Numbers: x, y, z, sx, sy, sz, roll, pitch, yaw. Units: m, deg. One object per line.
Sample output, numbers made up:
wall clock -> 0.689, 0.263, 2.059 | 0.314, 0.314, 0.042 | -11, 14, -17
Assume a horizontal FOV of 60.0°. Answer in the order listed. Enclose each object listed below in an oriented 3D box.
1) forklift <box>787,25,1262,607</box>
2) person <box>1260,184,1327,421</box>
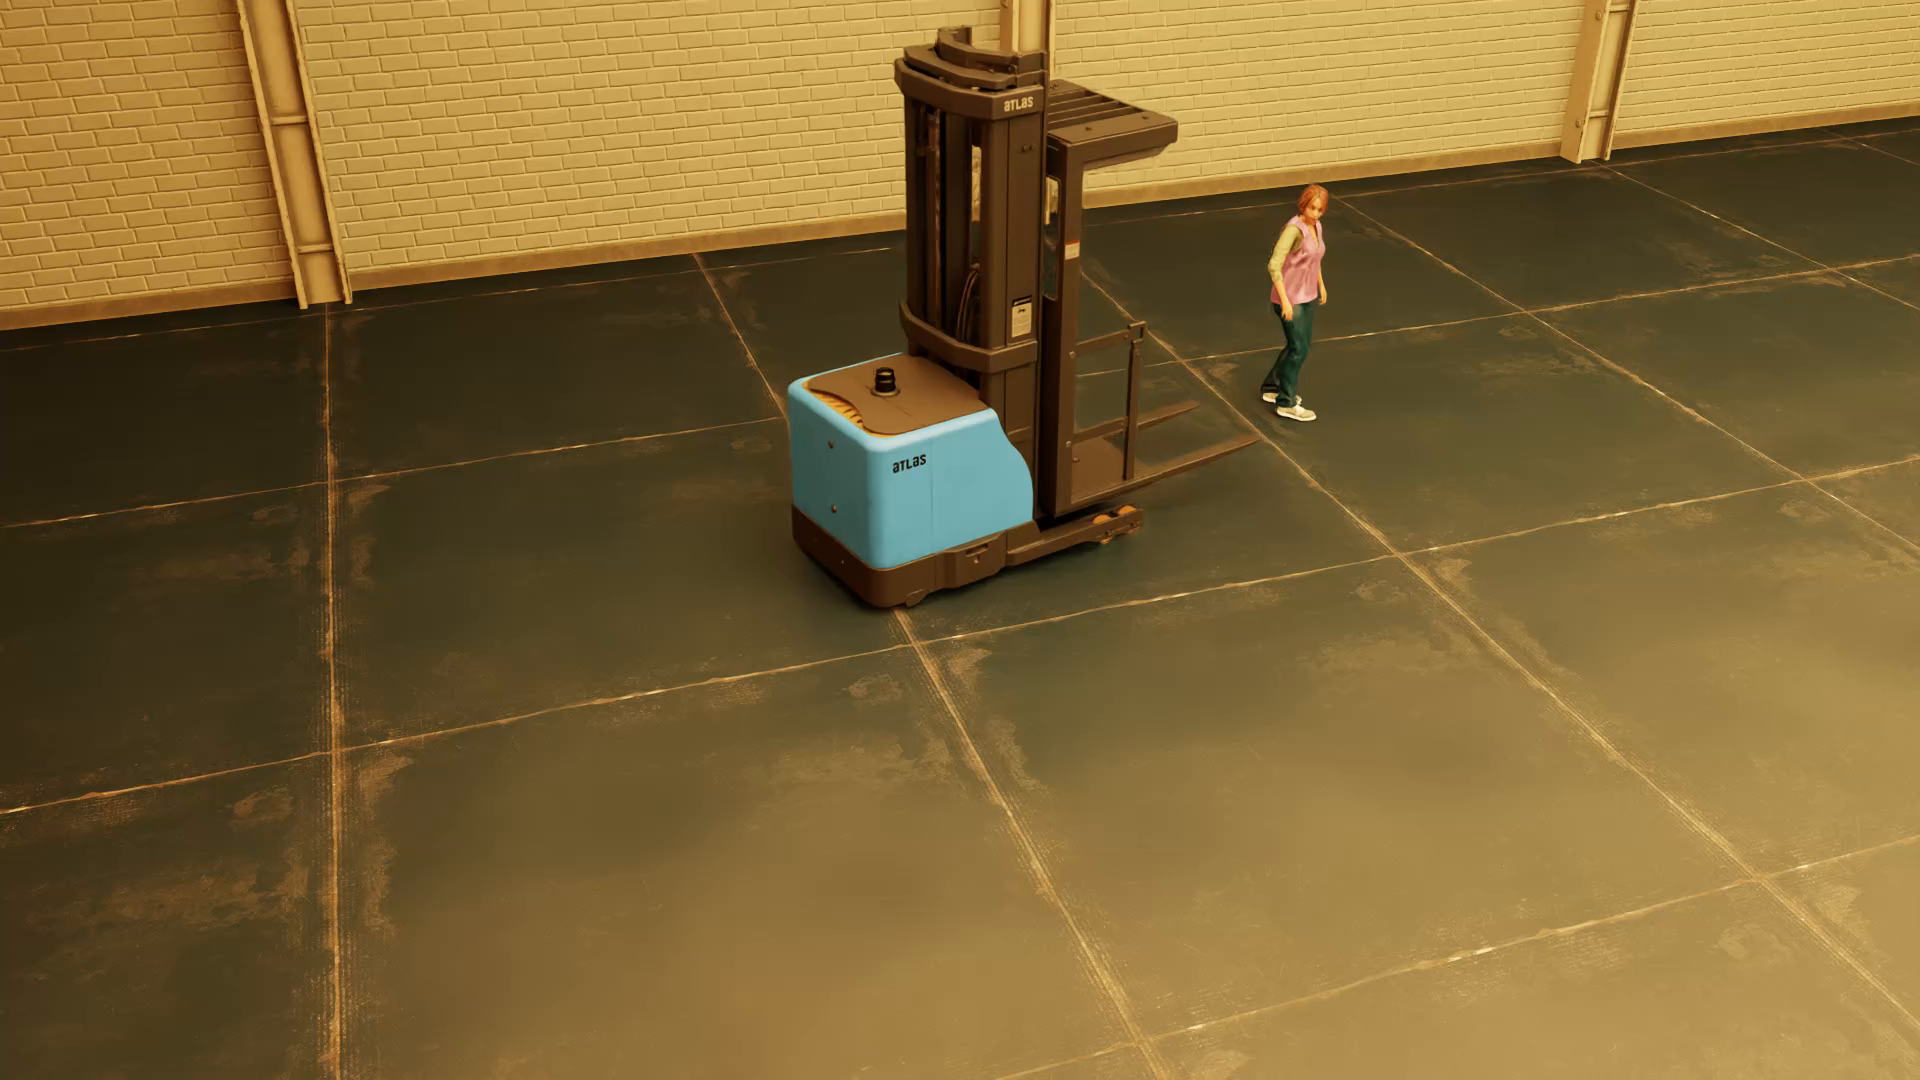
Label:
forklift -> 0.508, -1.453, 9.613 | 3.031, 2.935, 1.130 | -19, 35, -29
person -> 2.320, -1.618, 11.264 | 0.461, 1.580, 0.621 | 17, 34, 26
